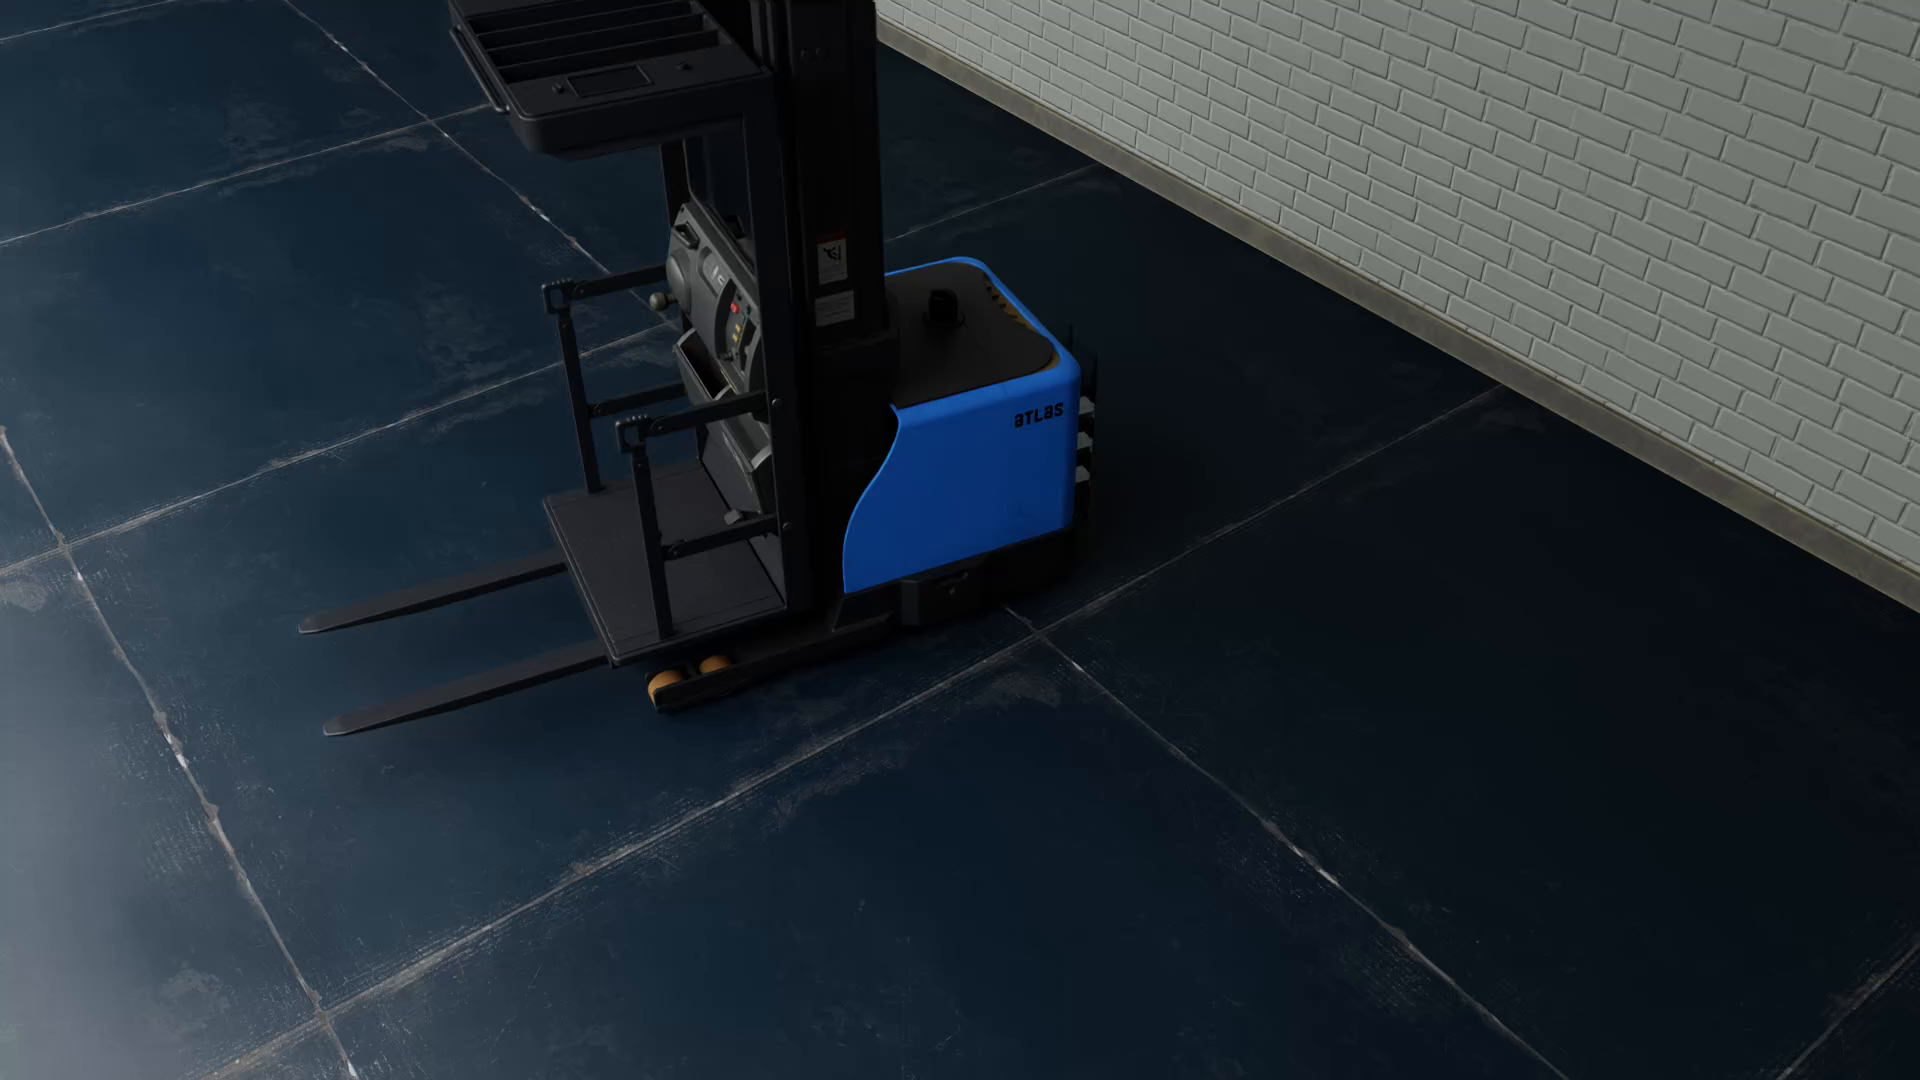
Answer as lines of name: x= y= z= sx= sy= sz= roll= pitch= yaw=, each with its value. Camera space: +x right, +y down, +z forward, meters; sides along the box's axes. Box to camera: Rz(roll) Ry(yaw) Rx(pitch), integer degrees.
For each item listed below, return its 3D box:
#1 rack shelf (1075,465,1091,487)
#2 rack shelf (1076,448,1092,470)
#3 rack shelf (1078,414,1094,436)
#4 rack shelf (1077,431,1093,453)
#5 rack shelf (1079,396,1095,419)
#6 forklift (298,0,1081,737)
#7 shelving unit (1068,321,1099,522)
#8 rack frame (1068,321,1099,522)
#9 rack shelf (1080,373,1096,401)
rack shelf: x=0.420 y=-0.305 z=7.249 sx=0.200 sy=0.077 sz=0.258 roll=-17 pitch=42 yaw=-19
rack shelf: x=0.420 y=-0.375 z=7.192 sx=0.200 sy=0.077 sz=0.258 roll=-17 pitch=42 yaw=-19
rack shelf: x=0.420 y=-0.514 z=7.077 sx=0.200 sy=0.077 sz=0.258 roll=-17 pitch=42 yaw=-19
rack shelf: x=0.420 y=-0.444 z=7.135 sx=0.200 sy=0.077 sz=0.258 roll=-17 pitch=42 yaw=-19
rack shelf: x=0.420 y=-0.583 z=7.020 sx=0.200 sy=0.077 sz=0.258 roll=-17 pitch=42 yaw=-19
forklift: x=-1.075 y=-0.850 z=5.975 sx=3.031 sy=2.935 sz=1.130 roll=-17 pitch=42 yaw=-19
shelving unit: x=0.420 y=-0.470 z=7.113 sx=0.210 sy=0.900 sz=0.258 roll=-17 pitch=42 yaw=-19
rack frame: x=0.512 y=-0.498 z=7.147 sx=0.006 sy=0.900 sz=0.240 roll=-17 pitch=42 yaw=-19
rack shelf: x=0.420 y=-0.653 z=6.963 sx=0.200 sy=0.077 sz=0.258 roll=-17 pitch=42 yaw=-19
